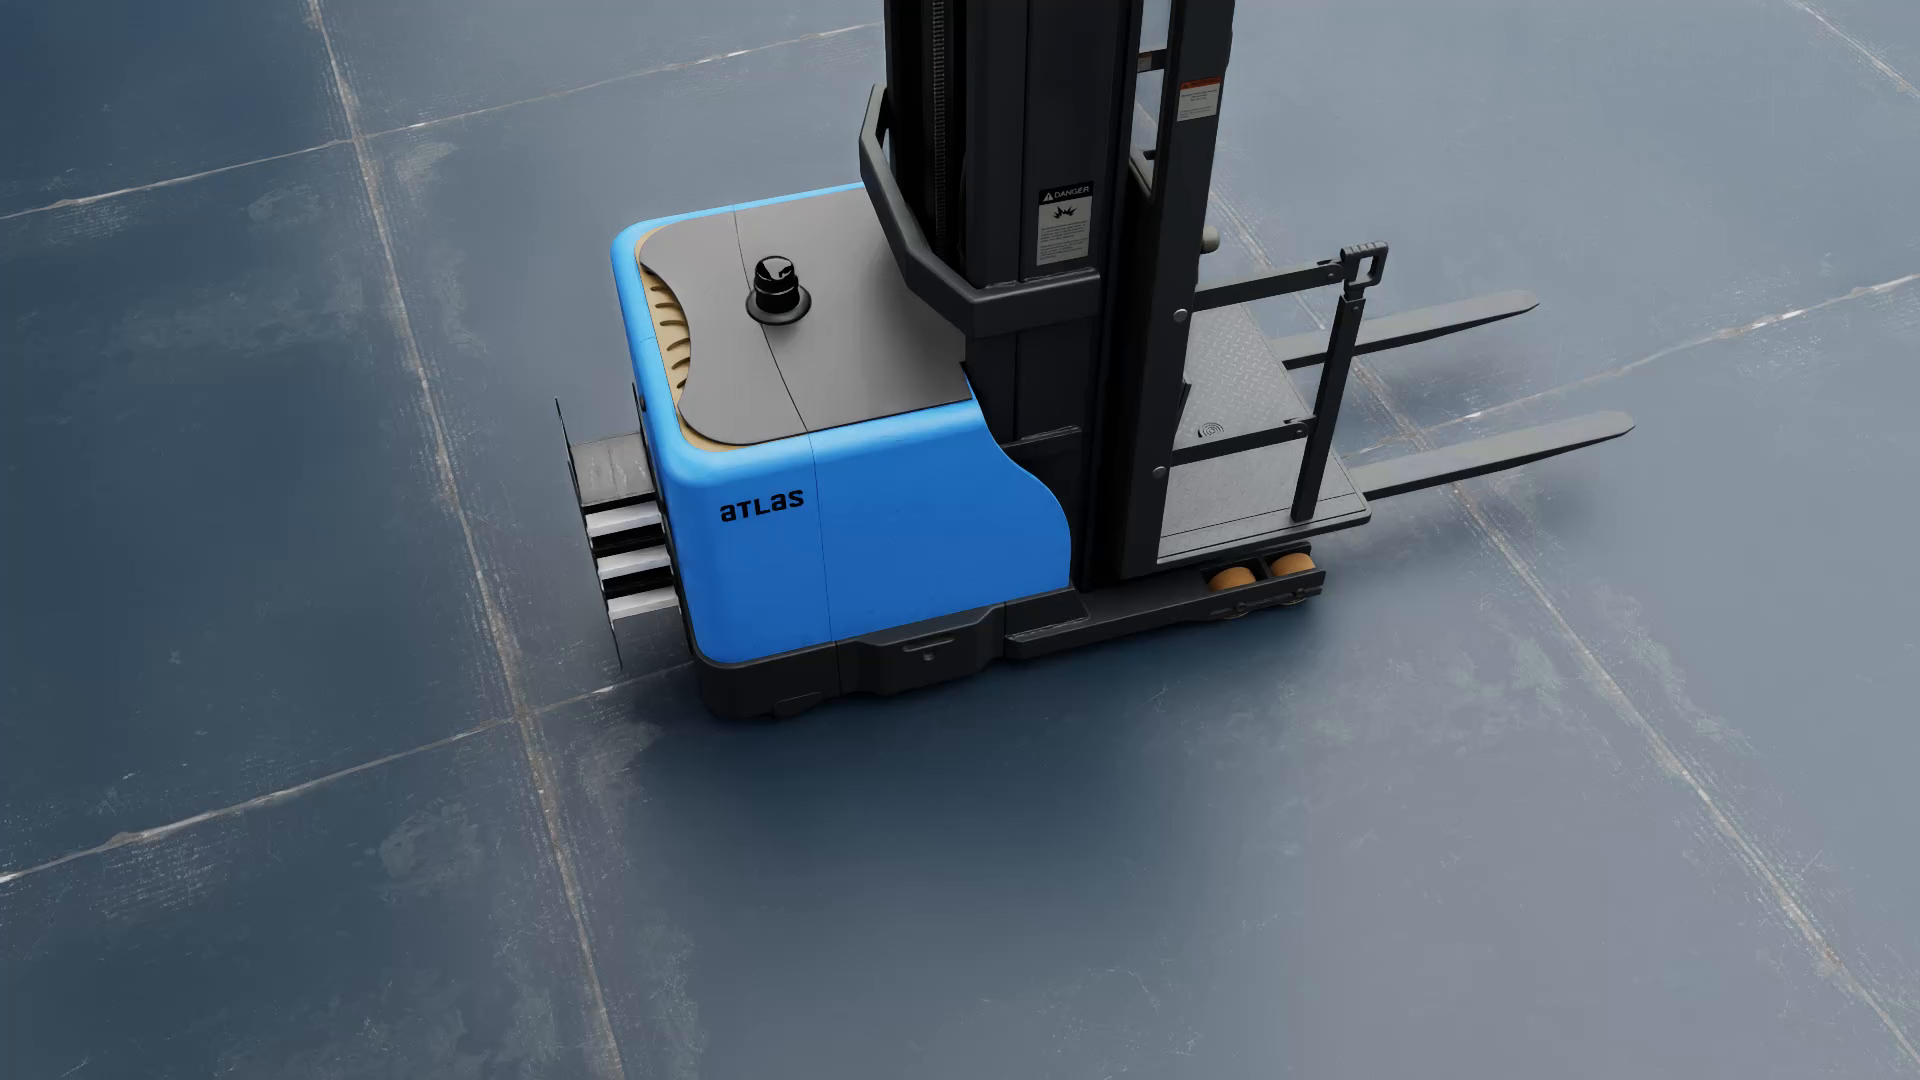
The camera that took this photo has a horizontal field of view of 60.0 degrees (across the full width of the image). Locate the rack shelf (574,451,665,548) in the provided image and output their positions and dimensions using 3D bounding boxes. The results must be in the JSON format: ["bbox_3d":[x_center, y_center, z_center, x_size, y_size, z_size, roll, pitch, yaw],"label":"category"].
[{"bbox_3d":[-0.935,-0.114,4.562,0.200,0.077,0.258,-13,51,-11],"label":"rack shelf"}]

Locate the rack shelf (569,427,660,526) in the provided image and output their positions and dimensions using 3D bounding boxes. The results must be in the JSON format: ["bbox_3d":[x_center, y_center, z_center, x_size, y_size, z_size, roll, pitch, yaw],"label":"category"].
[{"bbox_3d":[-0.935,-0.173,4.493,0.200,0.077,0.258,-13,51,-11],"label":"rack shelf"}]

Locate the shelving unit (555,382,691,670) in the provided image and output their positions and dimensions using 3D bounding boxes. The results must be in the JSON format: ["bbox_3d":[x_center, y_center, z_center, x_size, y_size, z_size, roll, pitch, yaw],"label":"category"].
[{"bbox_3d":[-0.935,-0.019,4.673,0.210,0.900,0.258,-13,51,-11],"label":"shelving unit"}]

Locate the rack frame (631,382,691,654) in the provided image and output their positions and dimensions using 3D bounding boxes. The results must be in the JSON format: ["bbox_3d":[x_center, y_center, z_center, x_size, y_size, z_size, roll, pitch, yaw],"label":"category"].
[{"bbox_3d":[-0.838,-0.041,4.692,0.006,0.900,0.240,-13,51,-11],"label":"rack frame"}]

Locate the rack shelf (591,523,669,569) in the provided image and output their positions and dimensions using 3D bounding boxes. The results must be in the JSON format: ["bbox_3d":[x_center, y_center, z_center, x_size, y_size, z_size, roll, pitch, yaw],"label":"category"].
[{"bbox_3d":[-0.935,-0.056,4.630,0.200,0.077,0.258,-13,51,-11],"label":"rack shelf"}]

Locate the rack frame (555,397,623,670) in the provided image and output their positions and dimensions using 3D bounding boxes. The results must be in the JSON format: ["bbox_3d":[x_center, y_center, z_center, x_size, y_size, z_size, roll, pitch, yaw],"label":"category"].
[{"bbox_3d":[-1.033,0.003,4.654,0.006,0.900,0.240,-13,51,-11],"label":"rack frame"}]

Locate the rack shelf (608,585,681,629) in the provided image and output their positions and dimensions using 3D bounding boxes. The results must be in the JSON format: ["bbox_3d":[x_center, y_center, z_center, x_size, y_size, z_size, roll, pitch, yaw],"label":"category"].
[{"bbox_3d":[-0.935,0.120,4.835,0.200,0.077,0.258,-13,51,-11],"label":"rack shelf"}]

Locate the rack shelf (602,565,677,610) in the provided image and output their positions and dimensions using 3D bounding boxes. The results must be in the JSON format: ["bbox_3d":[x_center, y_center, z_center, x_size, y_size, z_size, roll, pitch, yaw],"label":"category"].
[{"bbox_3d":[-0.935,0.062,4.767,0.200,0.077,0.258,-13,51,-11],"label":"rack shelf"}]

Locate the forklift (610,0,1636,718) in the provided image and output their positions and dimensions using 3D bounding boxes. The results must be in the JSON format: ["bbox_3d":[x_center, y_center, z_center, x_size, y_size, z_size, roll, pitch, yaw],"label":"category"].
[{"bbox_3d":[0.598,-1.089,4.253,3.031,2.935,1.130,-13,51,-11],"label":"forklift"}]

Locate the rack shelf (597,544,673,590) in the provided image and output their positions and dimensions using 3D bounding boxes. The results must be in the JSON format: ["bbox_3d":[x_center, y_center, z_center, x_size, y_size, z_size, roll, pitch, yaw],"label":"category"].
[{"bbox_3d":[-0.935,0.003,4.698,0.200,0.077,0.258,-13,51,-11],"label":"rack shelf"}]
